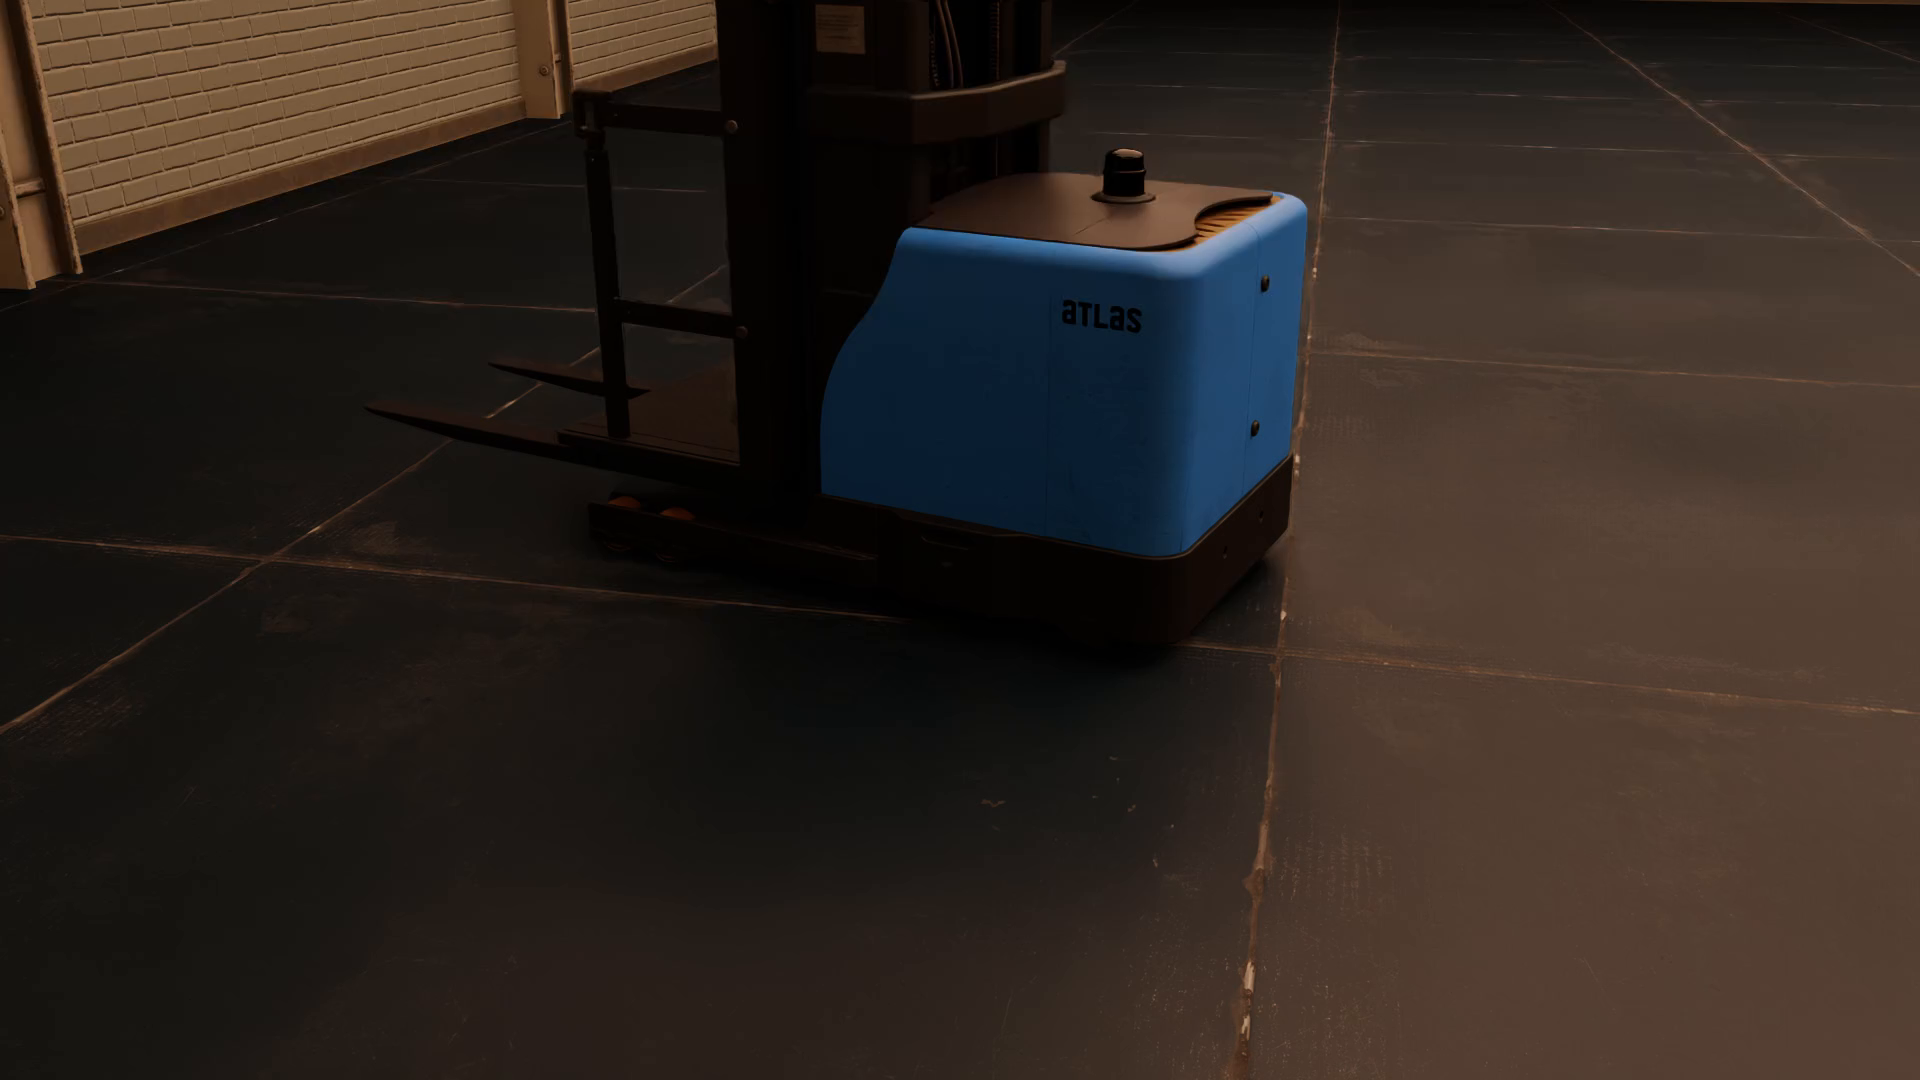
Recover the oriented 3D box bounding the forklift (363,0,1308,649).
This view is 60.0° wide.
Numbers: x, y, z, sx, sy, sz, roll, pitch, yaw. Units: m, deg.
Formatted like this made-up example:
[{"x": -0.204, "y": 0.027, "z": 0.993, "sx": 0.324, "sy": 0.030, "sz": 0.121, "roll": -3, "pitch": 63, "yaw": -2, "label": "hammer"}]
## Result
[{"x": -0.547, "y": -1.449, "z": 4.821, "sx": 3.031, "sy": 2.935, "sz": 1.130, "roll": 11, "pitch": 25, "yaw": 26, "label": "forklift"}]
